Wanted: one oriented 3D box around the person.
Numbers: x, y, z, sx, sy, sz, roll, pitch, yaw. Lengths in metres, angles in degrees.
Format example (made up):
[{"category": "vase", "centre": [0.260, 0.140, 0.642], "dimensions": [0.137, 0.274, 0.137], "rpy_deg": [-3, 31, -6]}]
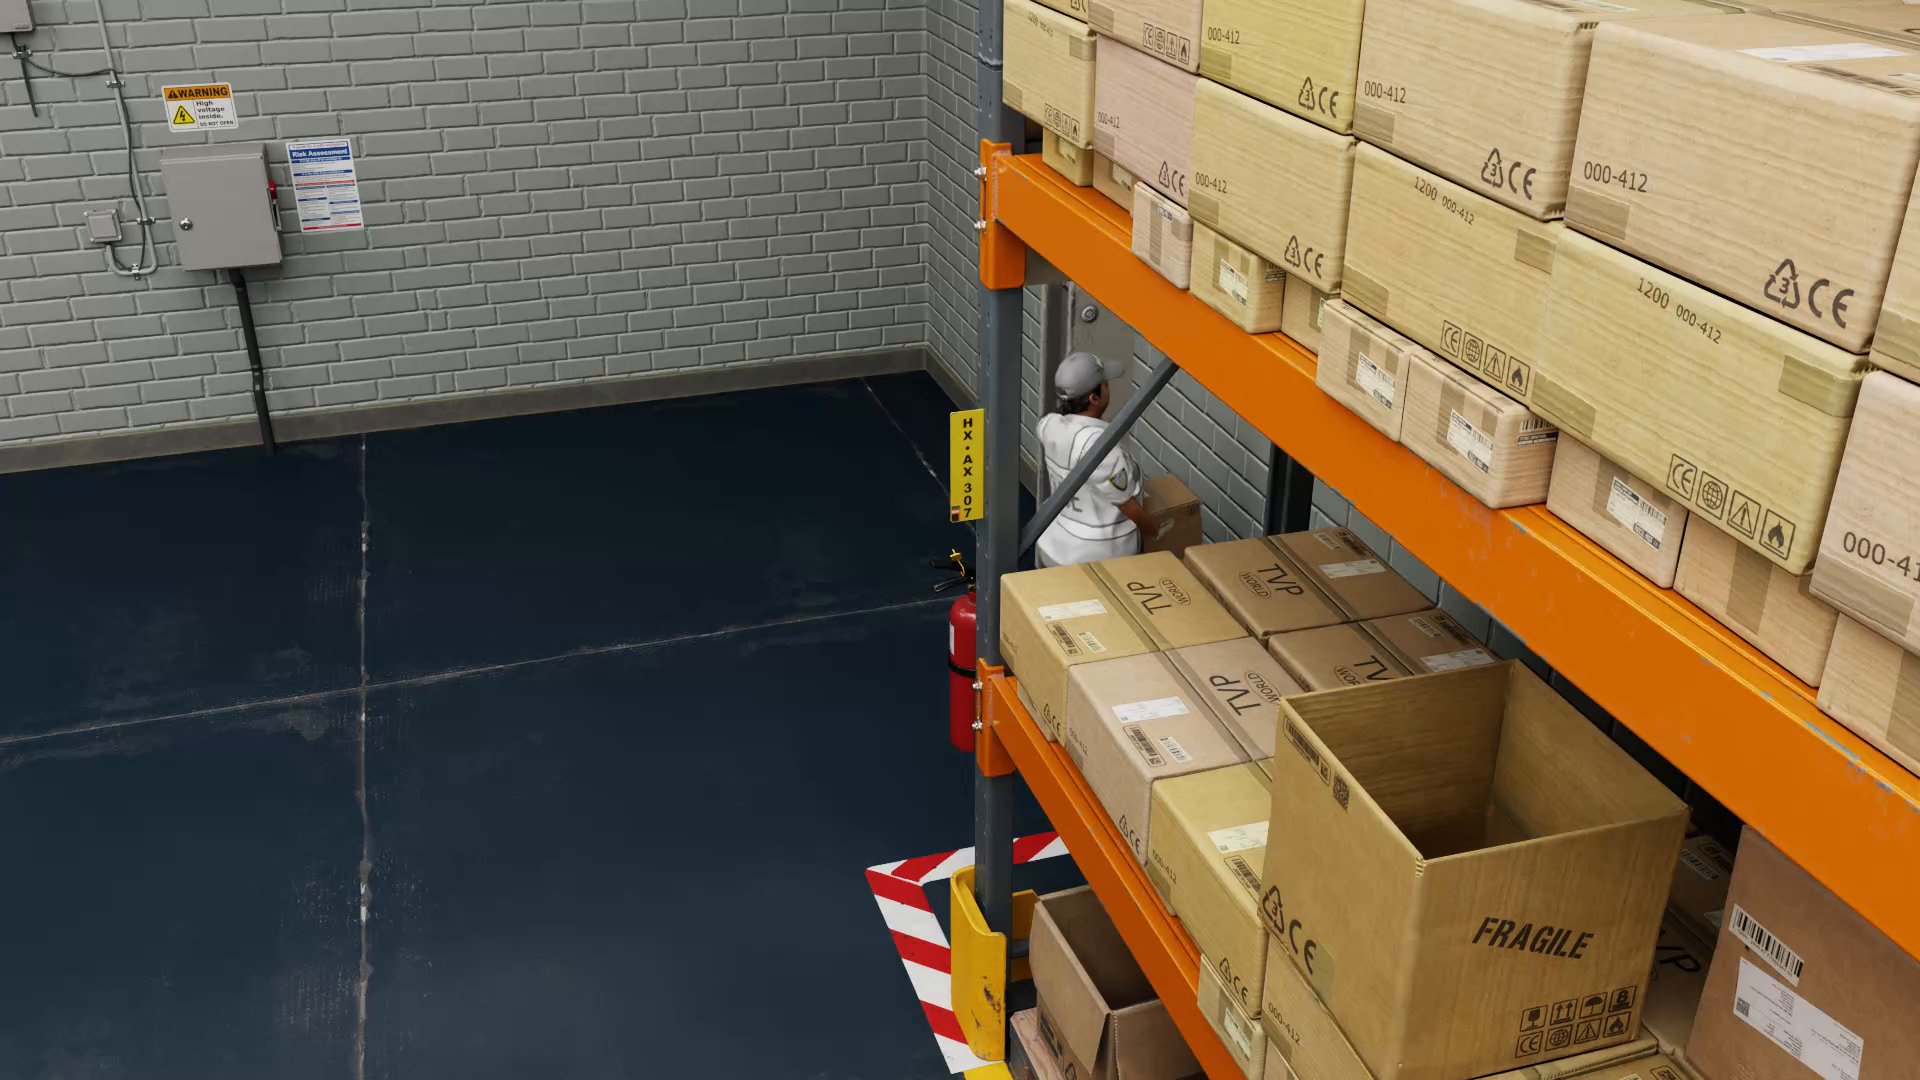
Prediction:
[{"category": "person", "centre": [0.572, 0.054, 6.512], "dimensions": [0.519, 1.655, 0.499], "rpy_deg": [-13, 29, -24]}]
